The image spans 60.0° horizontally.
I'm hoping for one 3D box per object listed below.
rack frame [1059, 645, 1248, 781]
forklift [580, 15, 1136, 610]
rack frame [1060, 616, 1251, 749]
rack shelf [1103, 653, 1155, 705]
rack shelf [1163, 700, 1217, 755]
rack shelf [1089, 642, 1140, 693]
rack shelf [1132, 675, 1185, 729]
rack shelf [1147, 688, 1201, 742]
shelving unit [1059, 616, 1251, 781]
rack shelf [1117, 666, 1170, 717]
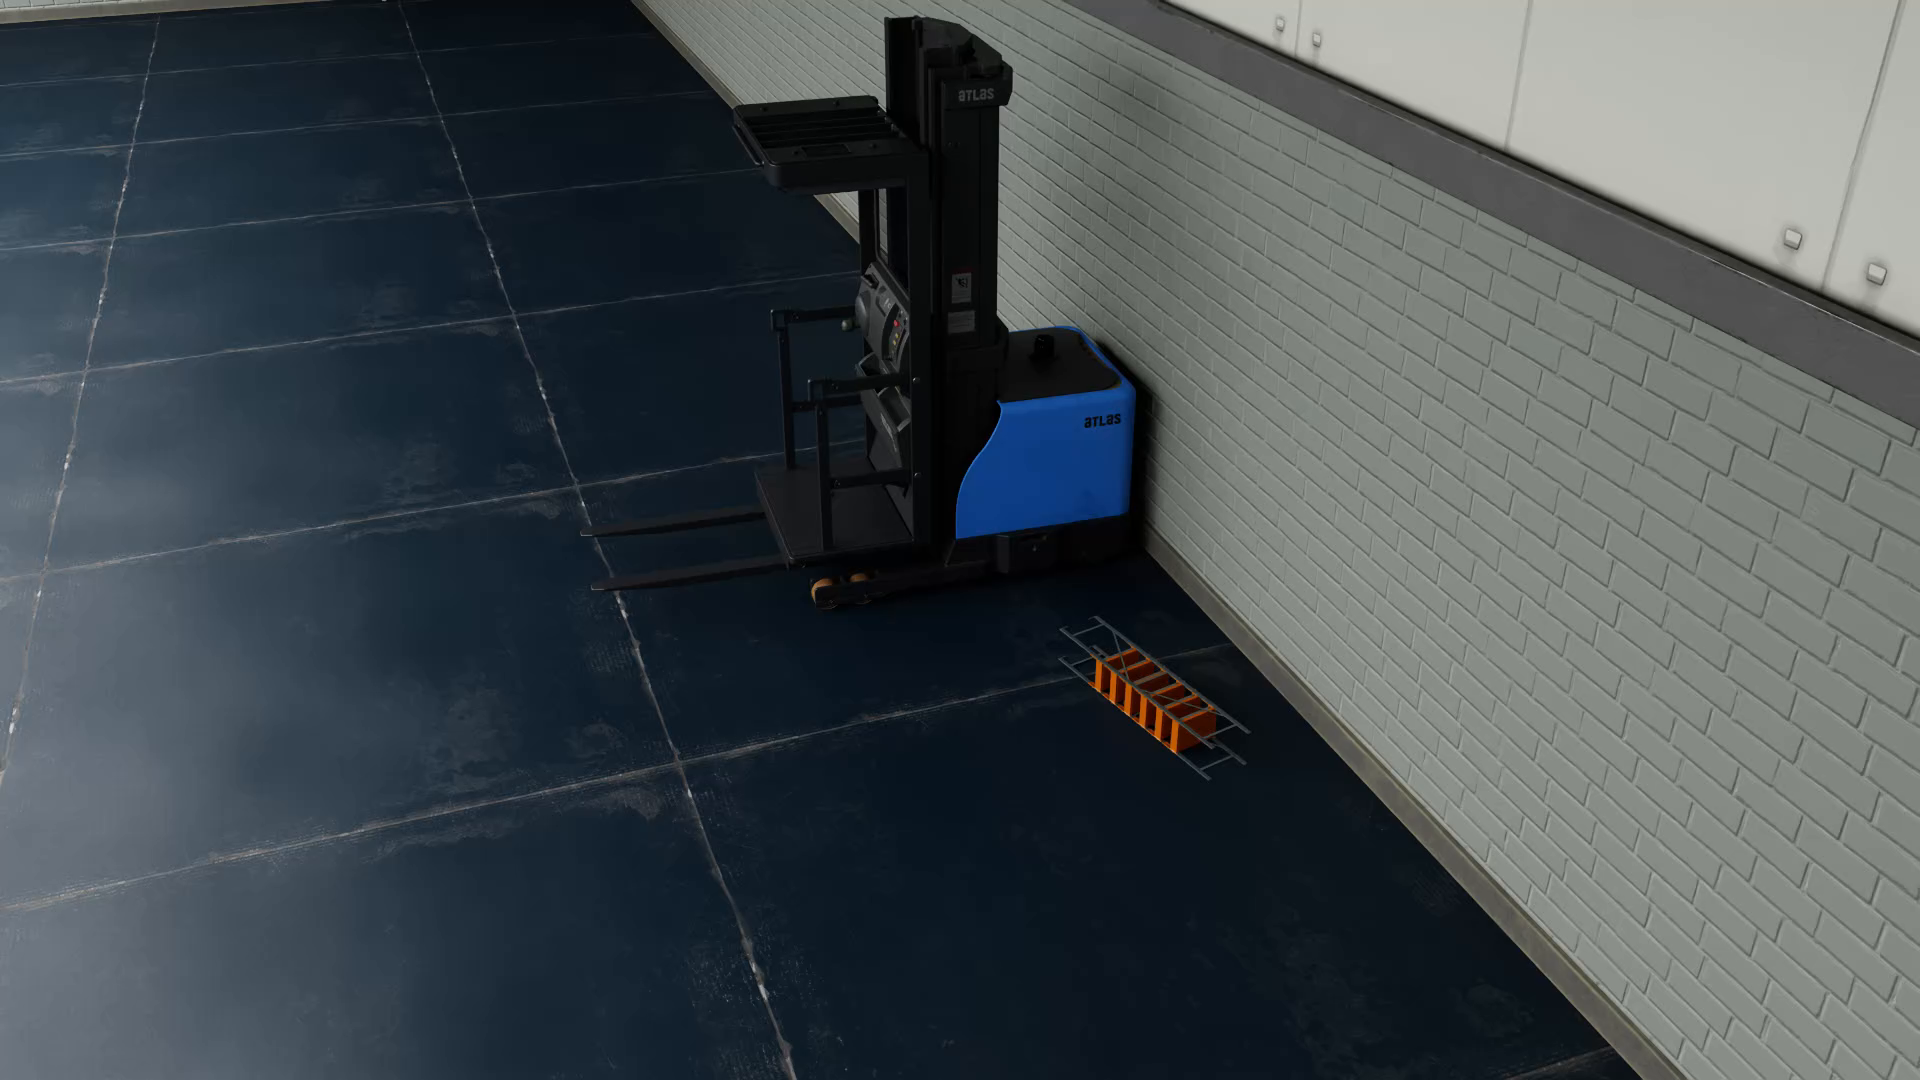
[{"bbox_3d":[0.938,0.839,8.265,0.240,0.006,1.200,-18,34,-28],"label":"rack frame"},{"bbox_3d":[-0.599,-1.185,8.870,3.031,2.935,1.130,-8,31,-14],"label":"forklift"},{"bbox_3d":[0.939,0.680,8.174,0.240,0.006,1.200,-18,34,-28],"label":"rack frame"},{"bbox_3d":[0.849,0.690,8.339,0.258,0.180,0.103,-18,34,-28],"label":"rack shelf"},{"bbox_3d":[1.109,0.892,7.990,0.258,0.180,0.103,-18,34,-28],"label":"rack shelf"},{"bbox_3d":[0.784,0.640,8.426,0.258,0.180,0.103,-18,34,-28],"label":"rack shelf"},{"bbox_3d":[0.979,0.791,8.164,0.258,0.180,0.103,-18,34,-28],"label":"rack shelf"},{"bbox_3d":[1.044,0.842,8.077,0.258,0.180,0.103,-18,34,-28],"label":"rack shelf"},{"bbox_3d":[0.938,0.759,8.219,0.258,0.189,1.200,-18,34,-28],"label":"shelving unit"},{"bbox_3d":[0.914,0.741,8.252,0.258,0.180,0.103,-18,34,-28],"label":"rack shelf"}]
